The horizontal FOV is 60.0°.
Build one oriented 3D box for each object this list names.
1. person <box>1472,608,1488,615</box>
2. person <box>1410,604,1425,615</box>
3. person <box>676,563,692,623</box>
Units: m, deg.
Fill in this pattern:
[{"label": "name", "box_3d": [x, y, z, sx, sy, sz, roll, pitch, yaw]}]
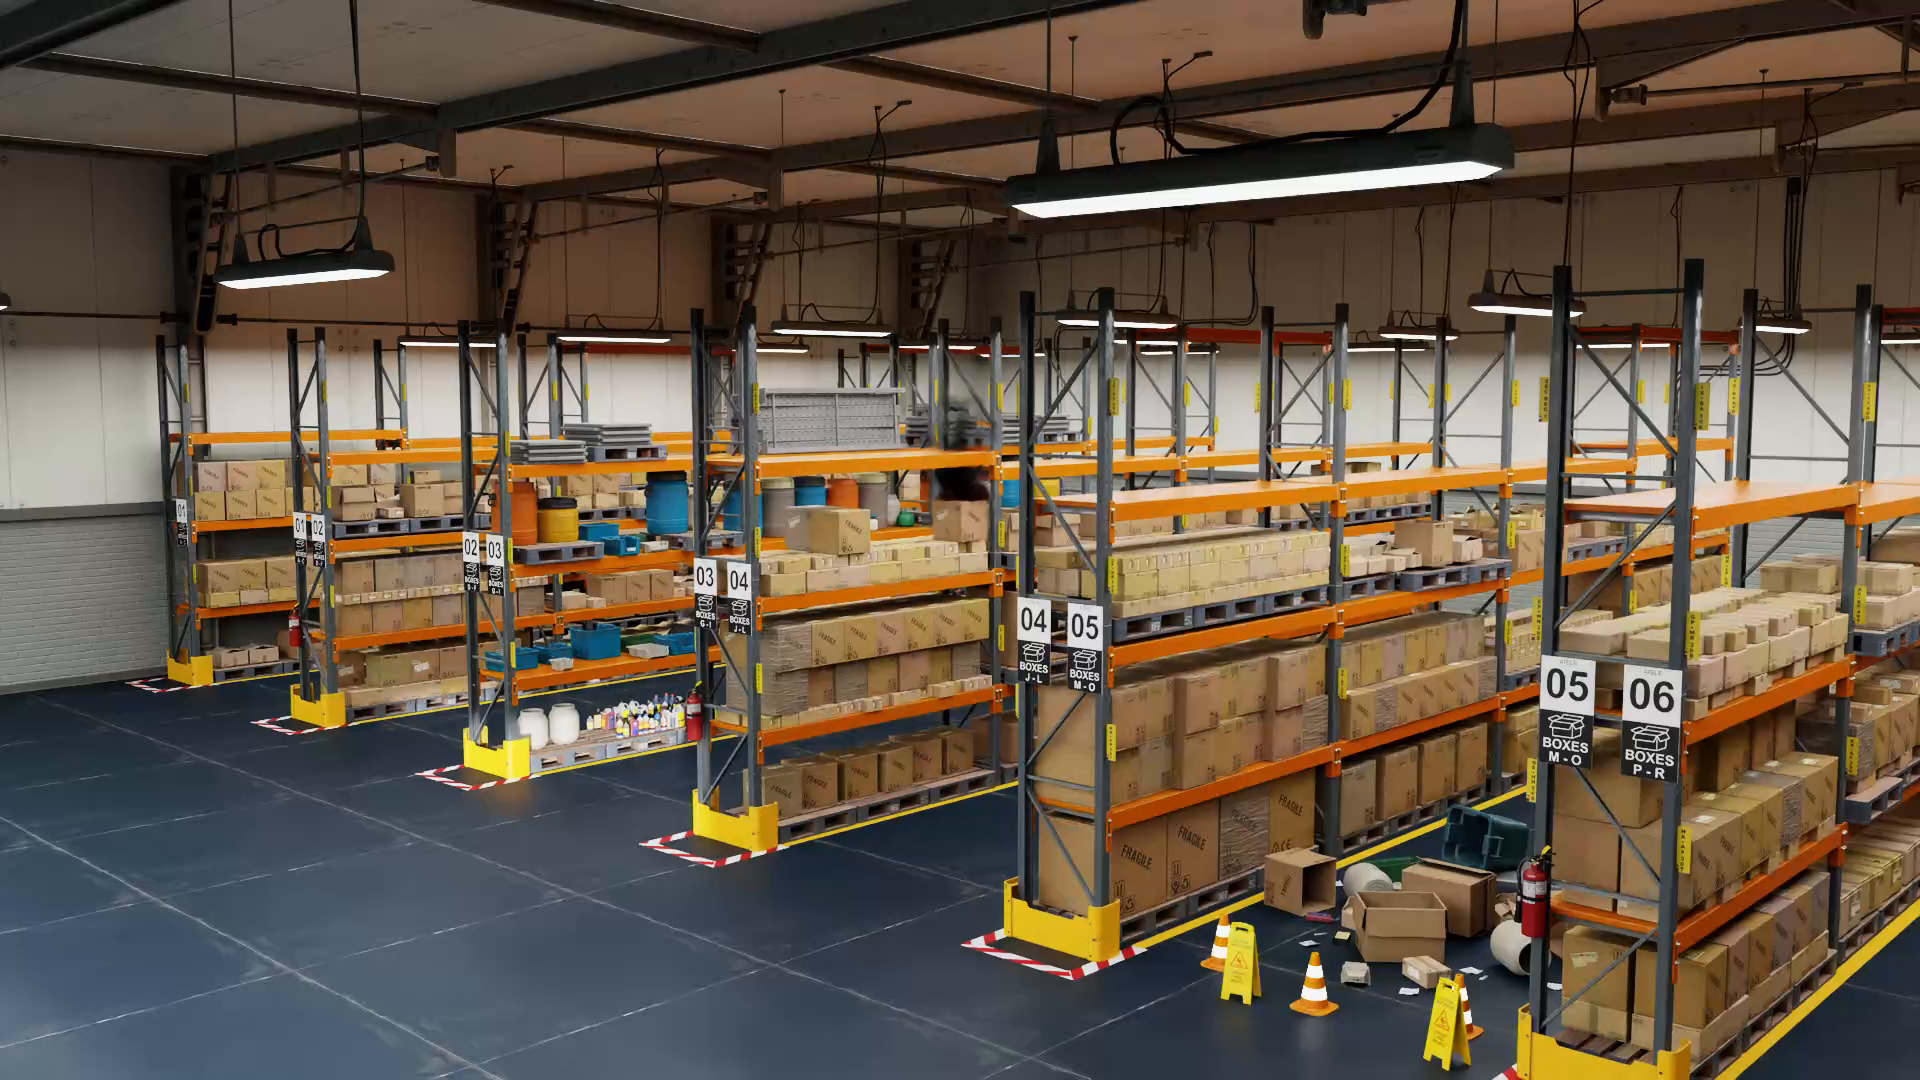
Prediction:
[{"label": "person", "box_3d": [8.071, 1.902, 25.883, 0.561, 1.726, 0.753, 4, 7, 37]}, {"label": "person", "box_3d": [7.259, 1.796, 26.562, 0.650, 1.745, 0.602, 4, 7, 36]}, {"label": "person", "box_3d": [-5.380, 1.281, 32.588, 0.623, 1.683, 0.785, 4, 7, 38]}]
